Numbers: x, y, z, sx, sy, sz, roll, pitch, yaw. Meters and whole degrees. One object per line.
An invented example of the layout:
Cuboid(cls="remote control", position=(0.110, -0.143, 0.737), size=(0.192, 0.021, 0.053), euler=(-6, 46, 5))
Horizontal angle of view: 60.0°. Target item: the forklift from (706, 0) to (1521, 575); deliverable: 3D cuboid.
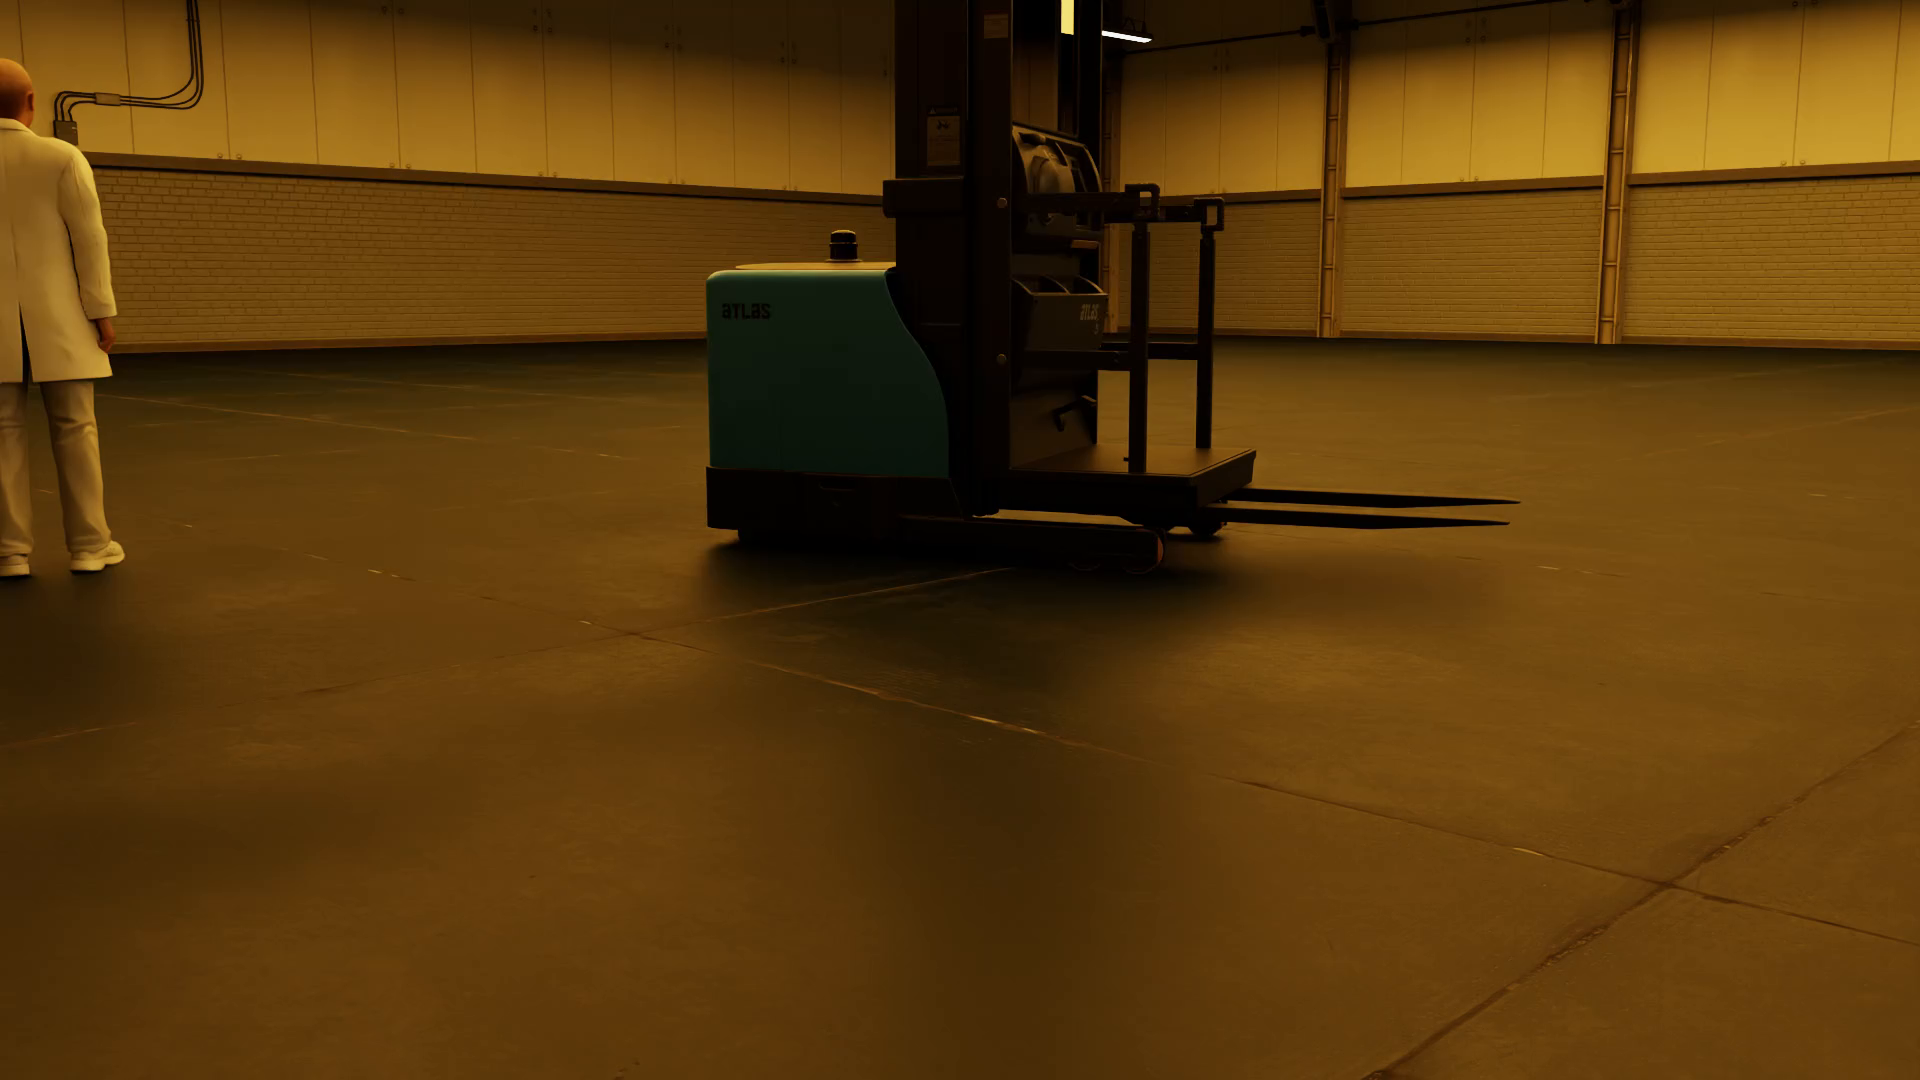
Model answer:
Cuboid(cls="forklift", position=(0.565, -1.416, 6.275), size=(3.031, 2.935, 1.130), euler=(3, 9, 22))

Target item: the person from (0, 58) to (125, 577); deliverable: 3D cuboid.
Cuboid(cls="person", position=(-3.297, -0.775, 5.879), size=(0.580, 1.783, 0.387), euler=(-3, 9, -22))
